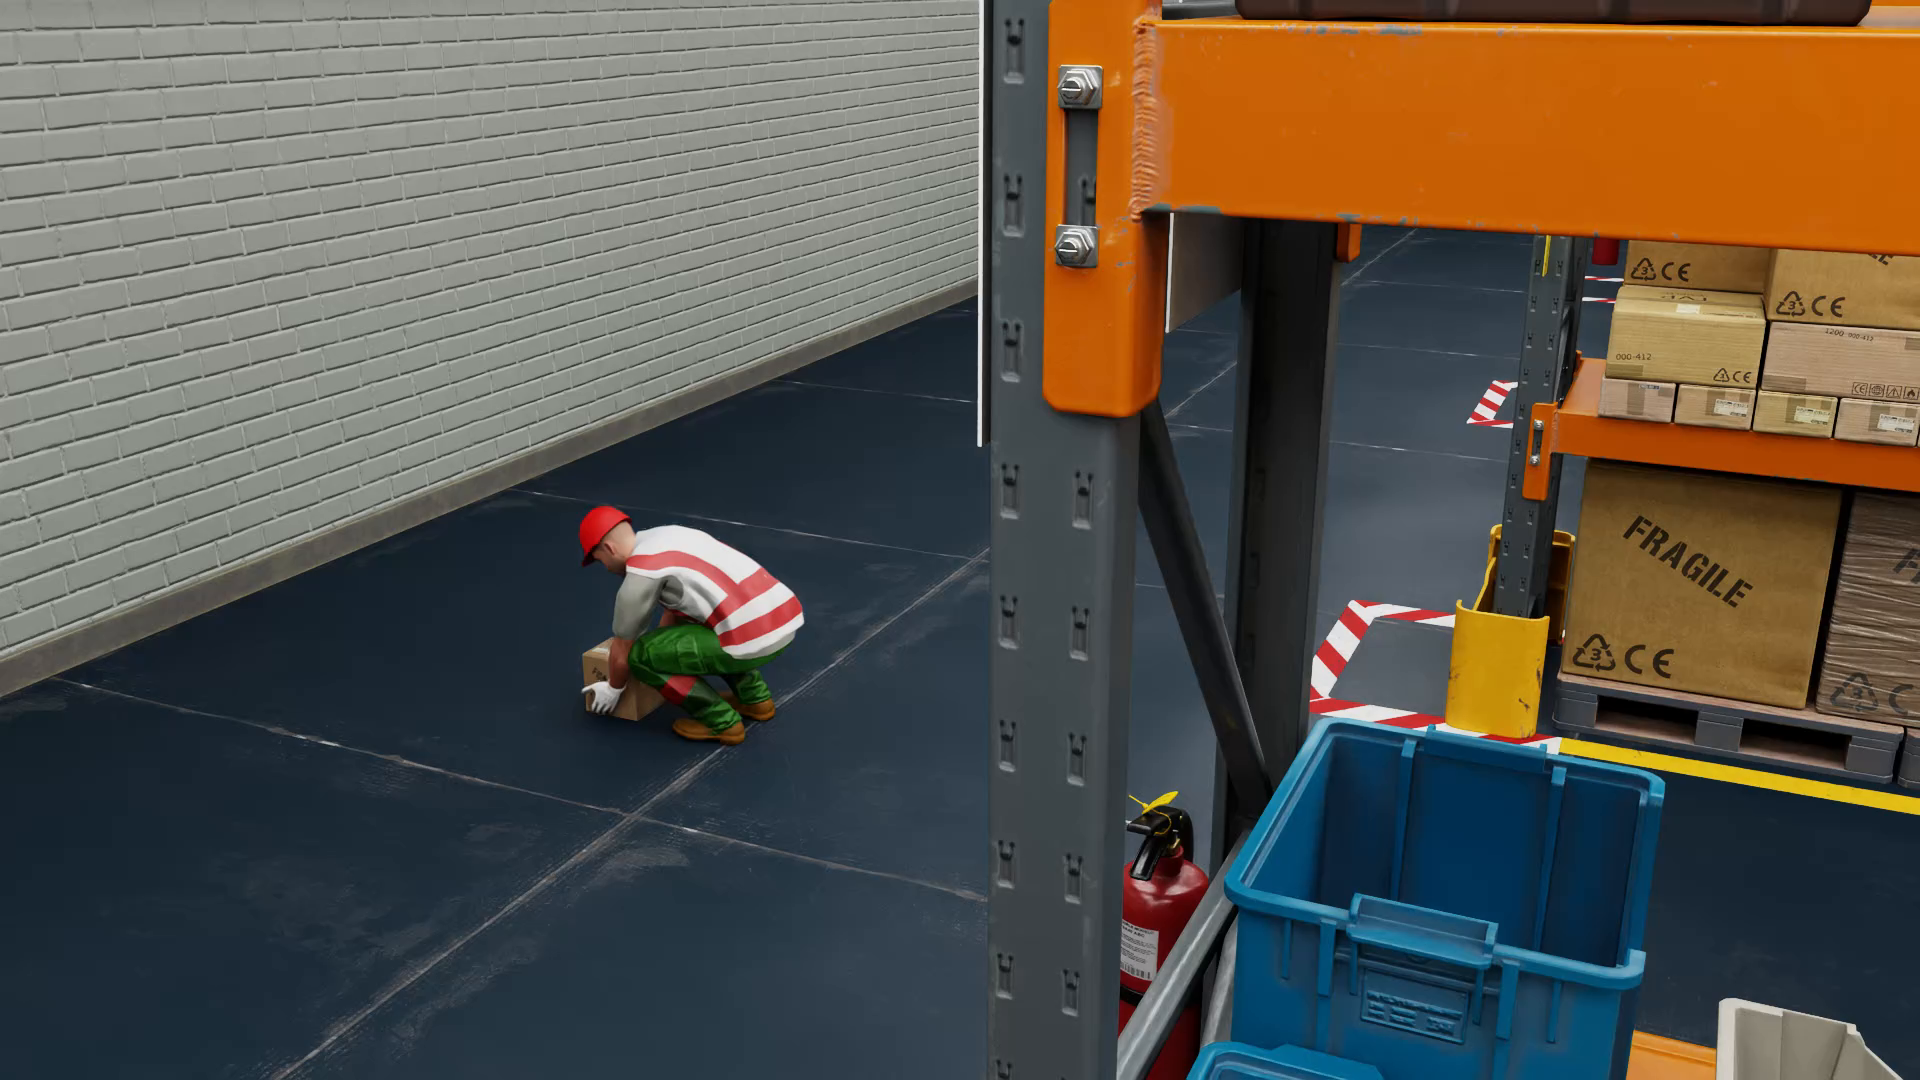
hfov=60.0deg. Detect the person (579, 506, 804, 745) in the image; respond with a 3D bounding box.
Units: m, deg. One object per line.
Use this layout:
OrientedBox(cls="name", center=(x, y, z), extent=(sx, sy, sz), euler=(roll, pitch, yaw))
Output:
OrientedBox(cls="person", center=(-1.066, 0.316, 6.535), extent=(0.889, 0.874, 0.563), euler=(8, 21, 23))
